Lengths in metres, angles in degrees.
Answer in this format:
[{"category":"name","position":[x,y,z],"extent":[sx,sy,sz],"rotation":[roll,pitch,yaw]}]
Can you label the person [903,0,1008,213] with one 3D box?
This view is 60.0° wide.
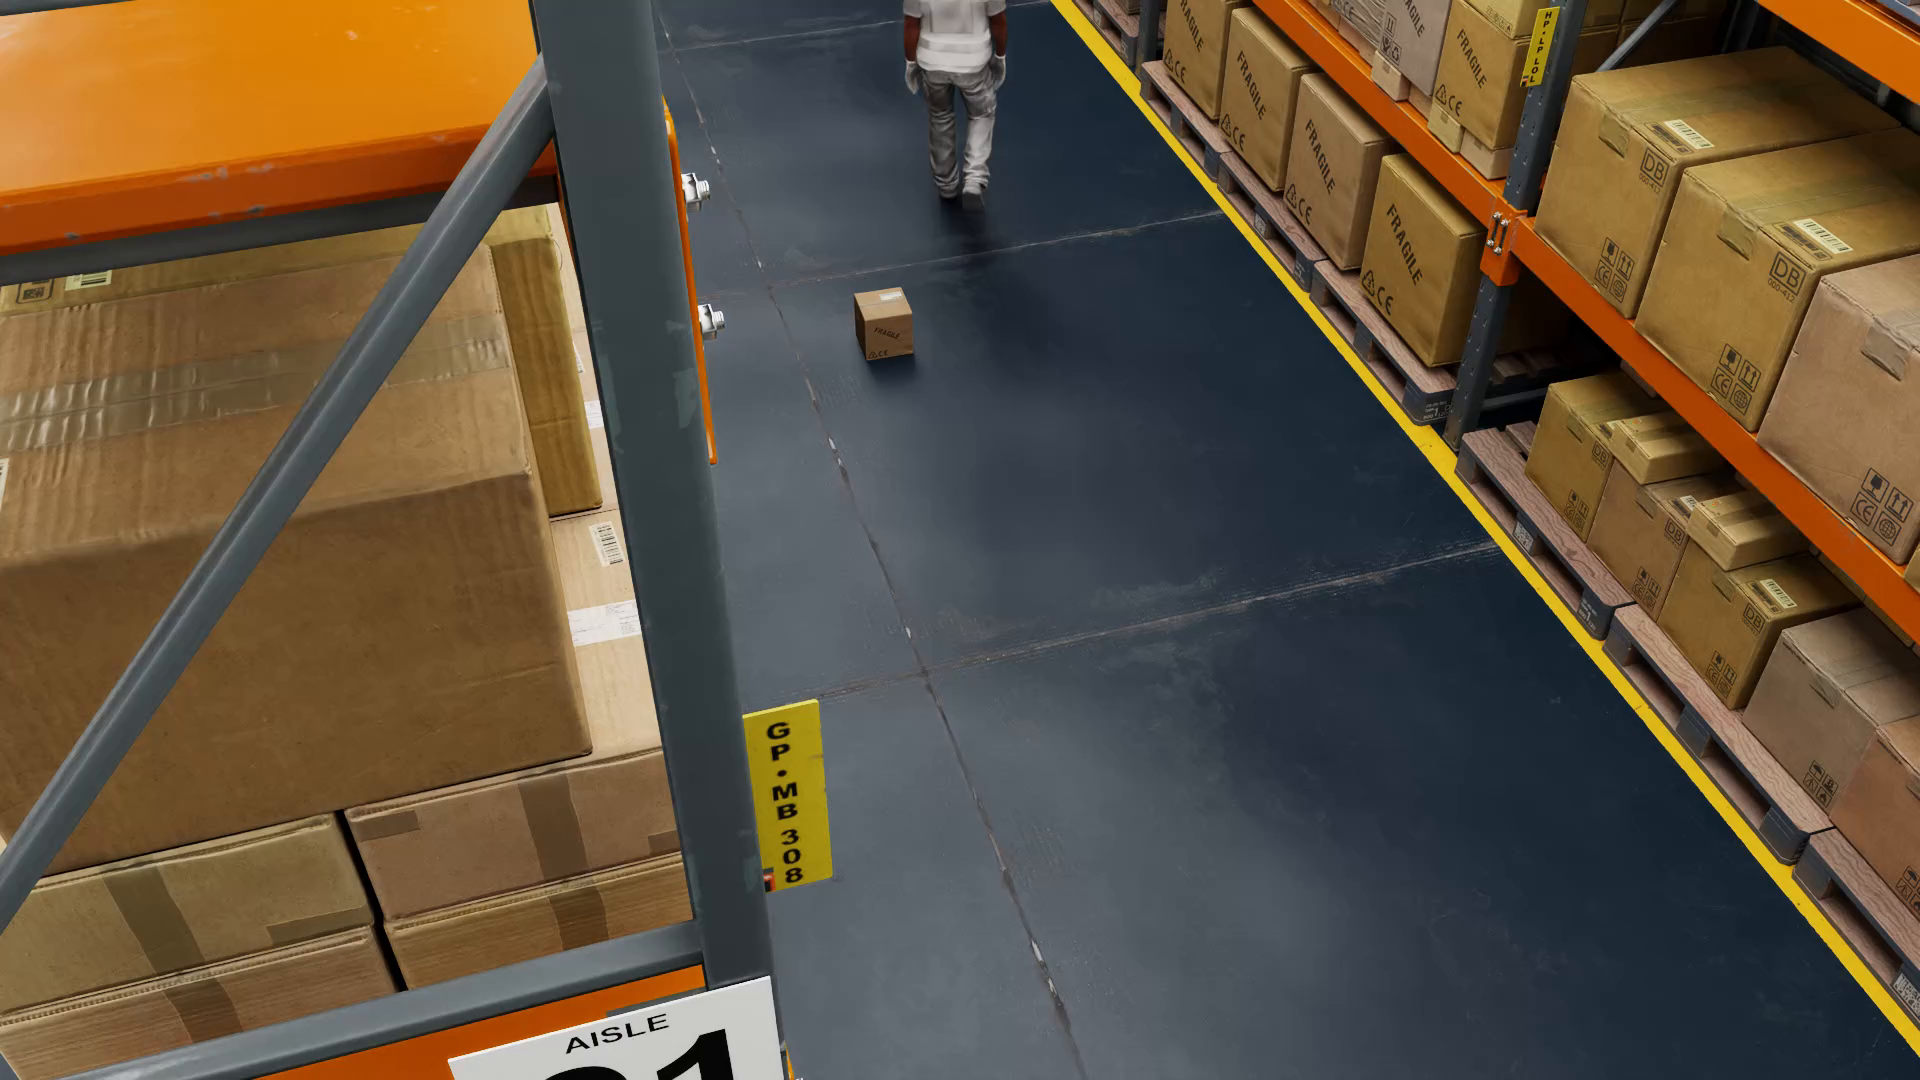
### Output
[{"category":"person","position":[-0.023,-2.593,9.019],"extent":[0.557,1.767,0.729],"rotation":[3,42,3]}]
